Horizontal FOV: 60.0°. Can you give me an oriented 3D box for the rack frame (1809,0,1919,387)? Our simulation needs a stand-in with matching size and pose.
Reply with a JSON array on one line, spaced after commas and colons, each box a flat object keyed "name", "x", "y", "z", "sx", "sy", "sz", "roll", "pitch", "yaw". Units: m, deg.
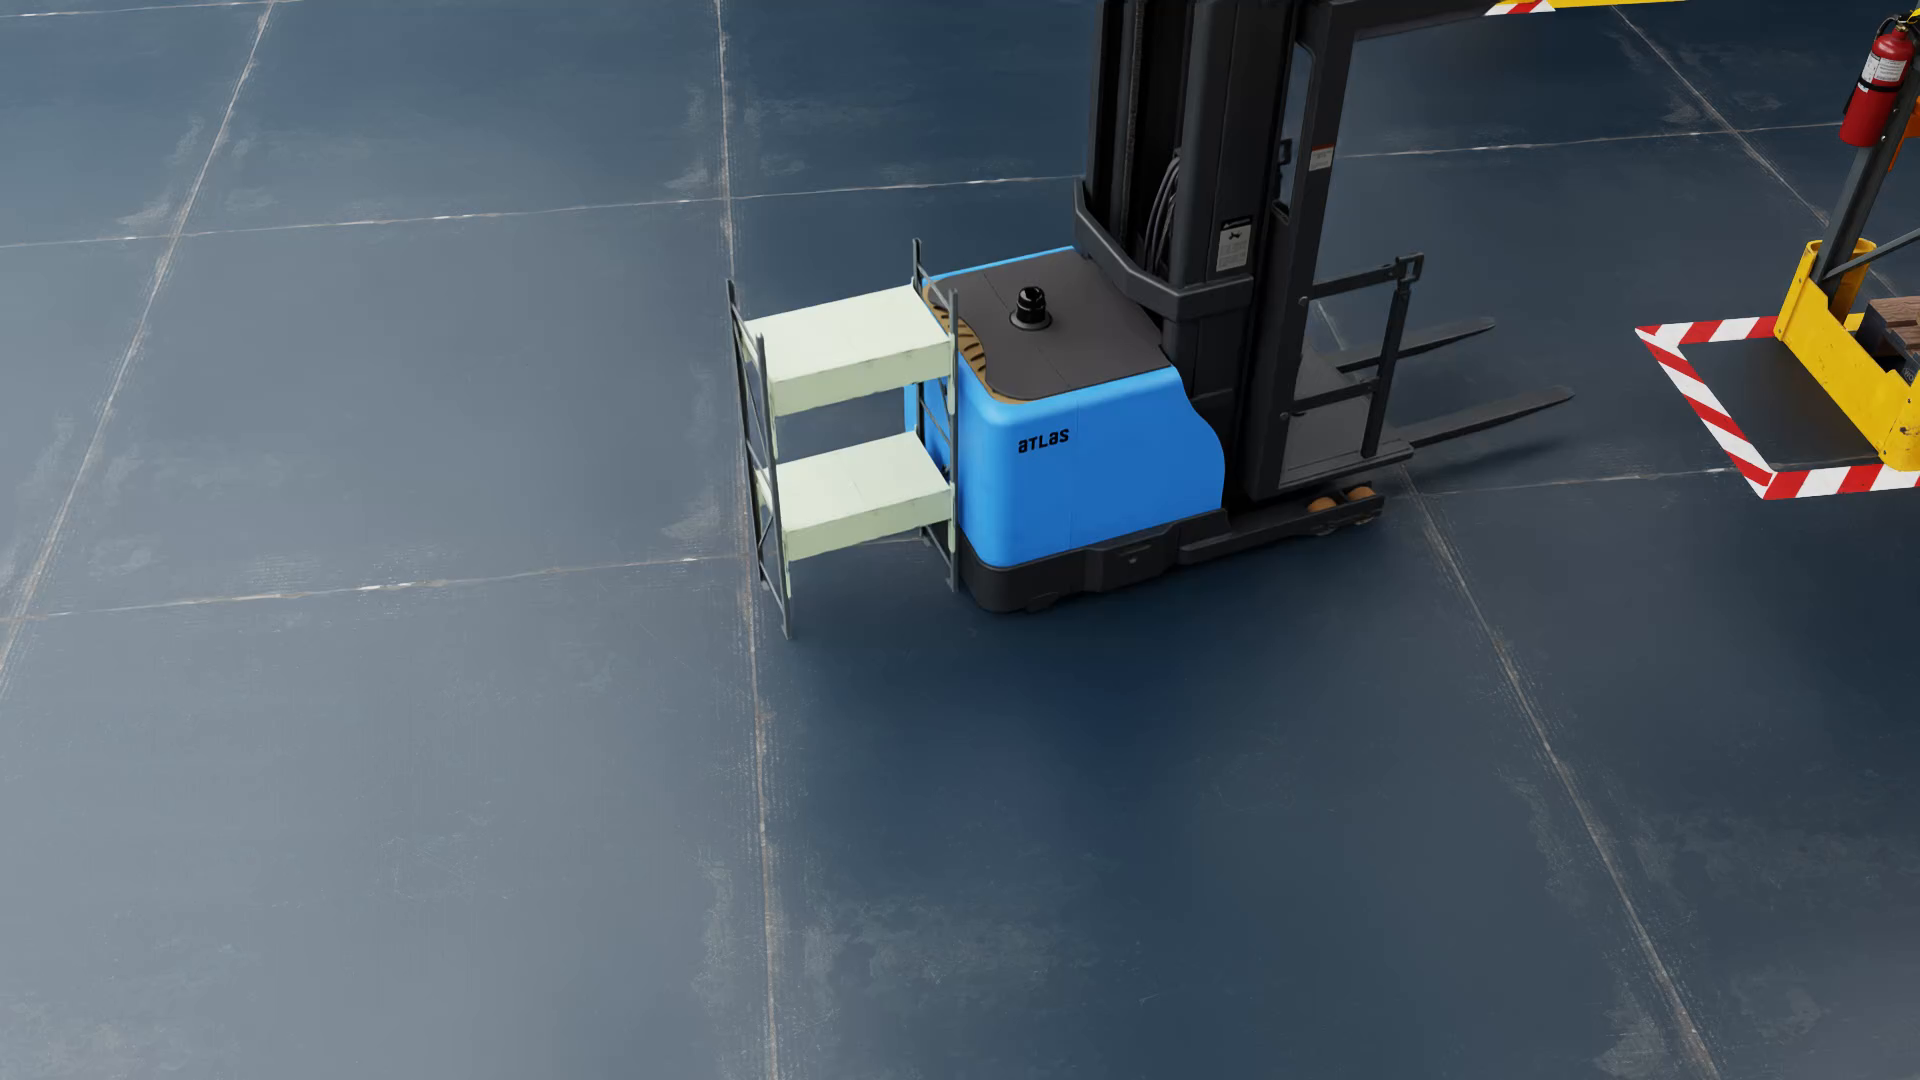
[{"name": "rack frame", "x": 4.279, "y": -1.817, "z": 7.025, "sx": 0.127, "sy": 3.000, "sz": 1.000, "roll": -5, "pitch": 42, "yaw": -6}]

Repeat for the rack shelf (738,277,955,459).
[{"name": "rack shelf", "x": -0.431, "y": -0.654, "z": 6.273, "sx": 0.720, "sy": 0.370, "sz": 0.431, "roll": -15, "pitch": 44, "yaw": -16}]

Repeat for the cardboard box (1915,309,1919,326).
[{"name": "cardboard box", "x": 4.900, "y": -1.088, "z": 7.770, "sx": 0.500, "sy": 0.500, "sz": 0.500, "roll": 2, "pitch": 42, "yaw": 2}]

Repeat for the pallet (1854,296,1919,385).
[{"name": "pallet", "x": 5.164, "y": -0.836, "z": 8.019, "sx": 1.213, "sy": 0.211, "sz": 1.003, "roll": -5, "pitch": 42, "yaw": -6}]

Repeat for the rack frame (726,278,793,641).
[{"name": "rack frame", "x": -0.770, "y": -0.272, "z": 6.431, "sx": 0.023, "sy": 1.500, "sz": 0.400, "roll": -15, "pitch": 44, "yaw": -16}]

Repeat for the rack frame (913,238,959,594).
[{"name": "rack frame", "x": -0.092, "y": -0.458, "z": 6.638, "sx": 0.023, "sy": 1.500, "sz": 0.400, "roll": -15, "pitch": 44, "yaw": -16}]

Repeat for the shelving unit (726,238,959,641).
[{"name": "shelving unit", "x": -0.431, "y": -0.365, "z": 6.534, "sx": 0.755, "sy": 1.500, "sz": 0.431, "roll": -15, "pitch": 44, "yaw": -16}]

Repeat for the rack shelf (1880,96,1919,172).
[{"name": "rack shelf", "x": 6.262, "y": -1.724, "z": 7.459, "sx": 4.000, "sy": 0.370, "sz": 1.077, "roll": -5, "pitch": 42, "yaw": -6}]

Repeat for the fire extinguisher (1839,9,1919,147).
[{"name": "fire extinguisher", "x": 4.106, "y": -2.085, "z": 7.380, "sx": 0.183, "sy": 0.674, "sz": 0.296, "roll": -5, "pitch": 42, "yaw": -6}]

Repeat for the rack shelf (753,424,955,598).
[{"name": "rack shelf", "x": -0.431, "y": -0.123, "z": 6.753, "sx": 0.720, "sy": 0.370, "sz": 0.431, "roll": -15, "pitch": 44, "yaw": -16}]

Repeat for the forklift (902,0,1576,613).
[{"name": "forklift", "x": 1.314, "y": -1.422, "z": 6.639, "sx": 3.031, "sy": 2.935, "sz": 1.130, "roll": -15, "pitch": 44, "yaw": -16}]

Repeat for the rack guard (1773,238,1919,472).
[{"name": "rack guard", "x": 4.354, "y": -0.896, "z": 7.870, "sx": 0.348, "sy": 0.500, "sz": 1.175, "roll": -5, "pitch": 42, "yaw": -6}]

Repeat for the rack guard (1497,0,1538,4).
[{"name": "rack guard", "x": 3.706, "y": -4.216, "z": 11.551, "sx": 0.348, "sy": 0.500, "sz": 1.175, "roll": -5, "pitch": 42, "yaw": -6}]
